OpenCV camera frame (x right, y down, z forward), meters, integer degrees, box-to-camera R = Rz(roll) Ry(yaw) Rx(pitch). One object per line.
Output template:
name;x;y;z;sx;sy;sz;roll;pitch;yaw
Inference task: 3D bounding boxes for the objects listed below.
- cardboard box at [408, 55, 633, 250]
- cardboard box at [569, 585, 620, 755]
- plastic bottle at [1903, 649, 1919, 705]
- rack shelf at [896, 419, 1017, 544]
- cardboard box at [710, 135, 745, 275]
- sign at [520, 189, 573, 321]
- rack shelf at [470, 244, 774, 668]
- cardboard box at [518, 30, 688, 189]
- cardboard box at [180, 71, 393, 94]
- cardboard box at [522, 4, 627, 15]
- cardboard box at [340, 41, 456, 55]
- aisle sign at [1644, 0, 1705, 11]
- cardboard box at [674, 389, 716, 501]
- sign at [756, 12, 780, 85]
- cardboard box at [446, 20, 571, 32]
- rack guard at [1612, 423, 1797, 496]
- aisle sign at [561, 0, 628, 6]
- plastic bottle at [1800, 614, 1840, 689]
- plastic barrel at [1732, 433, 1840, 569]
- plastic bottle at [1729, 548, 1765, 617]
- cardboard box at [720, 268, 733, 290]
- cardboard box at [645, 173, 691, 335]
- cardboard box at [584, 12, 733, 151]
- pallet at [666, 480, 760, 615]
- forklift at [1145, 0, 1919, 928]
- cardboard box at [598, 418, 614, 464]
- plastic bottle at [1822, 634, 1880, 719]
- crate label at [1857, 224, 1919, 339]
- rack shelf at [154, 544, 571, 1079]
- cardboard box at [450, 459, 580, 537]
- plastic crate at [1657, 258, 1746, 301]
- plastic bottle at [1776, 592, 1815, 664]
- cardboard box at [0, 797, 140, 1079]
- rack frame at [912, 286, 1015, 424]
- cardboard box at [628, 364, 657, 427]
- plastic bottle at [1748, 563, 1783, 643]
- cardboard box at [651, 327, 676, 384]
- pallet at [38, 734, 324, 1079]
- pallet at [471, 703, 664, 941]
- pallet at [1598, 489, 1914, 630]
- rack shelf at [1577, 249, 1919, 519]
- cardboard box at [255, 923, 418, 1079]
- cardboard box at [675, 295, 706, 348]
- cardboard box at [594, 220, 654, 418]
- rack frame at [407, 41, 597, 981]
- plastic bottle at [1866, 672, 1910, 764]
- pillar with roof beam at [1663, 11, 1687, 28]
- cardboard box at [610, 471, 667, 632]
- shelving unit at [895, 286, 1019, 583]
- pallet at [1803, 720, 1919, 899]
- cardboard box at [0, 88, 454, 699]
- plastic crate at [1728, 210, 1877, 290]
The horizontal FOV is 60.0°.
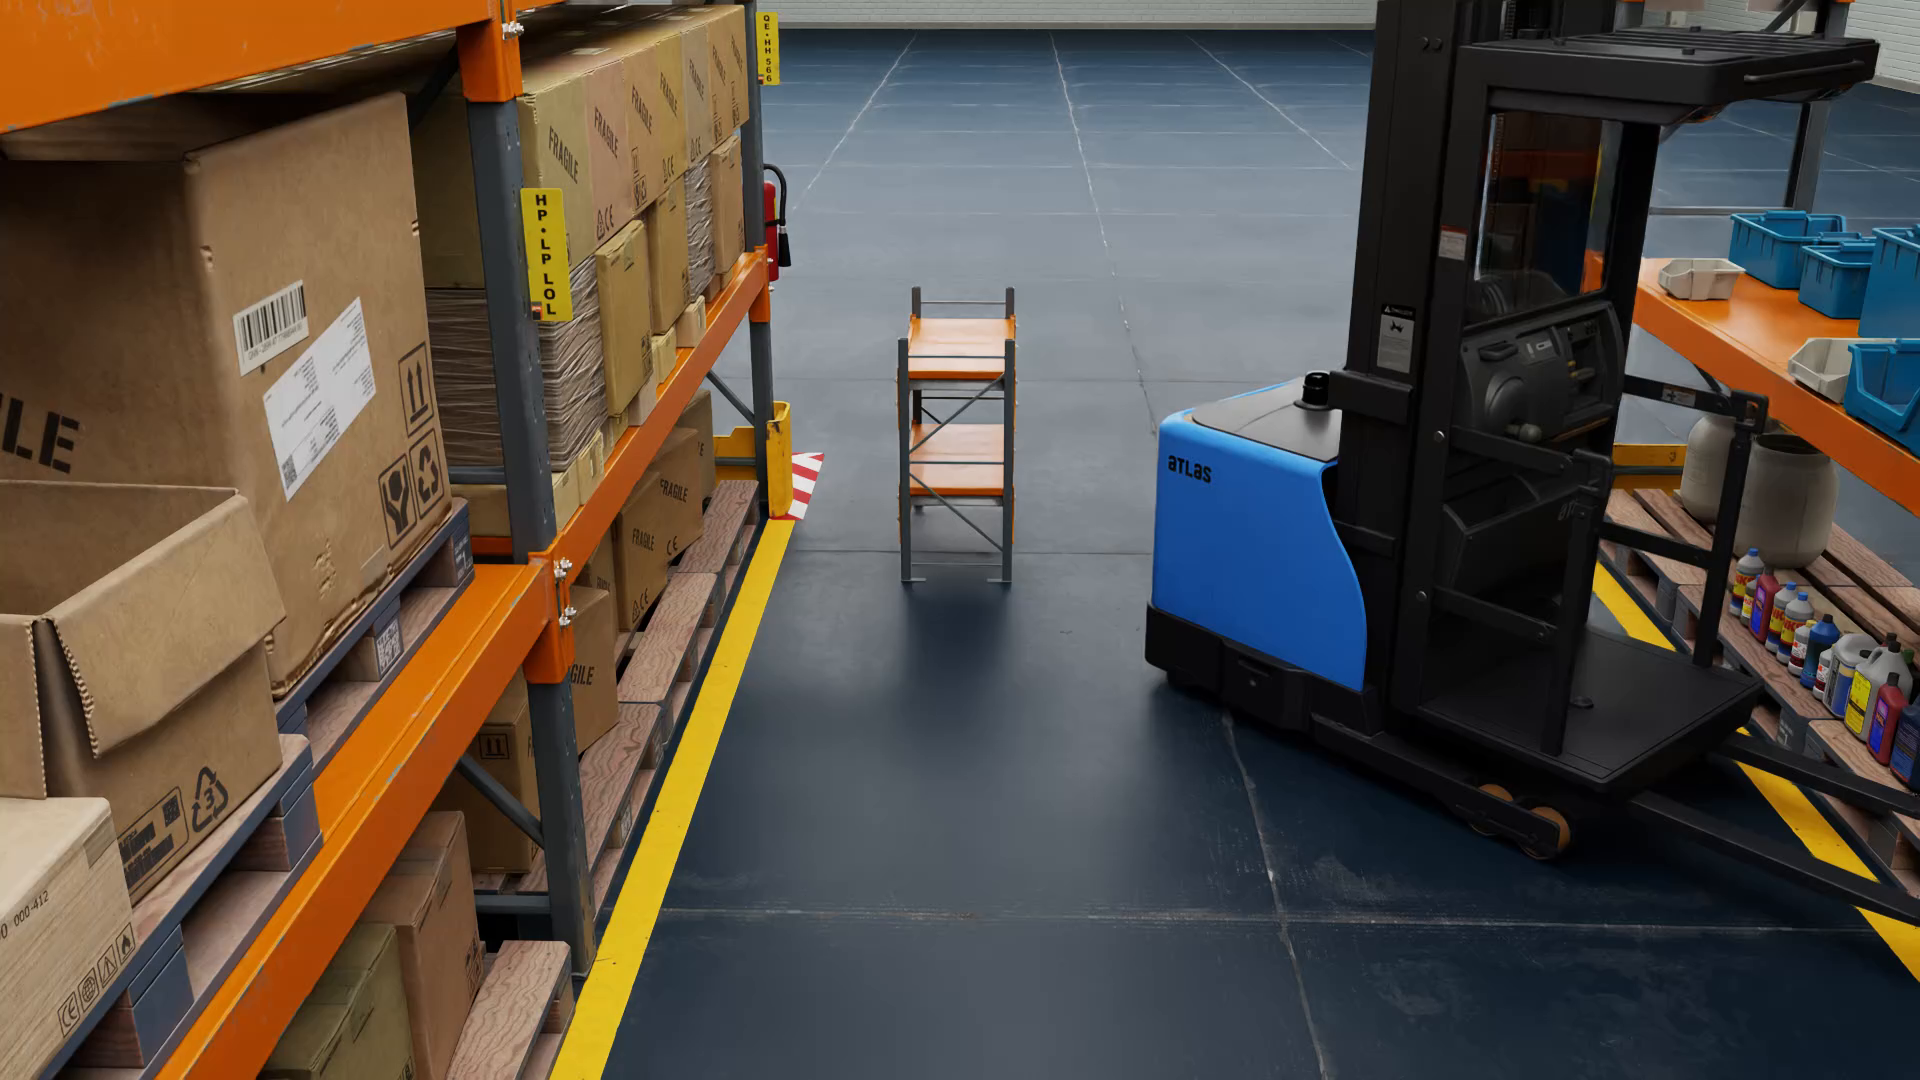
cardboard box;-1.286;-1.155;4.926;0.500;0.500;0.500;1;21;2
cardboard box;-1.506;0.456;5.583;0.500;0.500;0.500;8;22;19
plastic bottle;3.233;0.523;5.681;0.061;0.283;0.133;1;21;2
rack shelf;0.000;-0.294;7.908;0.538;0.278;1.000;1;21;2
cardboard box;-1.386;-1.413;6.975;0.875;0.500;0.500;1;21;2
sign;-1.013;-0.697;4.079;0.100;0.325;0.005;1;21;2
rack shelf;-1.507;-0.550;6.295;1.077;0.370;4.000;1;21;2
cardboard box;-1.267;-1.516;5.858;0.500;0.500;0.500;1;21;2
cardboard box;-1.829;-0.980;4.475;0.500;0.500;0.500;1;21;2
cardboard box;-1.735;-2.064;7.271;0.500;0.500;0.500;1;21;2
cardboard box;-1.799;-1.341;5.407;0.500;0.500;0.500;1;21;2
aisle sign;3.214;-2.795;7.493;0.394;0.787;0.004;1;21;2
cardboard box;-1.482;-0.414;7.823;0.500;0.500;0.500;5;22;12
sign;-0.892;-2.283;7.727;0.100;0.325;0.005;1;21;2
cardboard box;-1.771;-1.703;6.339;0.500;0.500;0.500;1;21;2
rack guard;3.549;-0.361;8.268;1.175;0.500;0.348;1;21;2
aisle sign;-1.744;-2.846;7.624;0.394;0.787;0.004;1;21;2
plastic bottle;3.118;0.398;6.020;0.097;0.271;0.097;0;21;0
plastic barrel;3.546;-0.170;7.179;0.421;0.512;0.421;0;21;0
plastic bottle;3.138;0.165;6.621;0.097;0.271;0.097;0;21;0
cardboard box;-1.213;-1.205;7.335;0.380;0.149;0.250;1;21;2
cardboard box;-1.471;-1.052;6.045;0.875;0.500;0.500;1;21;2
cardboard box;-1.225;-1.878;6.790;0.500;0.500;0.500;1;21;2
pallet;-1.509;0.012;7.706;1.003;0.211;1.213;1;21;2
forklift;2.078;-0.542;5.373;1.130;2.935;3.031;-17;27;-37
cardboard box;-1.260;-0.301;5.005;0.380;0.149;0.250;1;21;2
plastic bottle;3.139;0.476;5.813;0.152;0.276;0.135;1;21;3
crate label;3.719;-0.902;6.159;0.502;0.435;0.616;1;21;2
rack shelf;-1.629;0.896;2.567;1.077;0.370;4.000;1;21;2
cardboard box;-1.261;-0.120;4.538;0.380;0.149;0.250;1;21;2
plastic crate;3.156;-1.111;7.111;0.298;0.136;0.250;1;21;2
plastic bottle;3.124;0.325;6.209;0.097;0.271;0.097;0;21;0
cardboard box;-1.409;0.554;2.080;0.500;0.250;0.500;0;21;0
rack frame;0.015;-0.706;8.293;0.500;1.125;0.032;1;21;2
cardboard box;-1.213;-0.481;5.470;0.380;0.149;0.250;1;21;2
plastic bottle;3.113;0.241;6.409;0.061;0.283;0.133;1;21;3
cardboard box;-1.228;-0.662;5.936;0.380;0.149;0.250;1;21;2
pallet;-1.670;0.657;2.454;1.003;0.211;1.213;1;21;2
pallet;-1.583;0.894;5.432;1.003;0.211;1.213;1;21;2
pallet;3.519;0.067;7.563;1.003;0.211;1.213;1;21;2
rack shelf;3.444;-0.496;6.154;1.077;0.370;4.000;1;21;2
cardboard box;-1.641;1.192;3.658;0.700;0.500;0.500;1;21;1
cardboard box;-1.189;-0.843;6.402;0.380;0.149;0.250;1;21;2
cardboard box;-1.442;-0.690;5.112;0.875;0.500;0.500;1;21;2
rack frame;-1.568;-0.162;4.301;1.000;3.000;0.127;1;21;2
plastic bottle;3.083;0.588;5.512;0.061;0.283;0.133;2;21;5
pillar with roof beam;10.860;-14.874;33.923;9.100;9.000;0.400;1;21;2
cardboard box;-1.504;0.029;6.682;0.500;0.500;0.500;3;21;7
shelving unit;0.000;-0.522;7.819;0.538;1.125;1.048;1;21;2
pallet;3.445;0.950;5.290;1.003;0.211;1.213;1;21;2
cardboard box;-1.732;-0.352;3.380;1.000;1.000;1.000;1;21;2
plastic crate;3.788;-1.301;7.440;0.499;0.251;0.616;1;21;2
